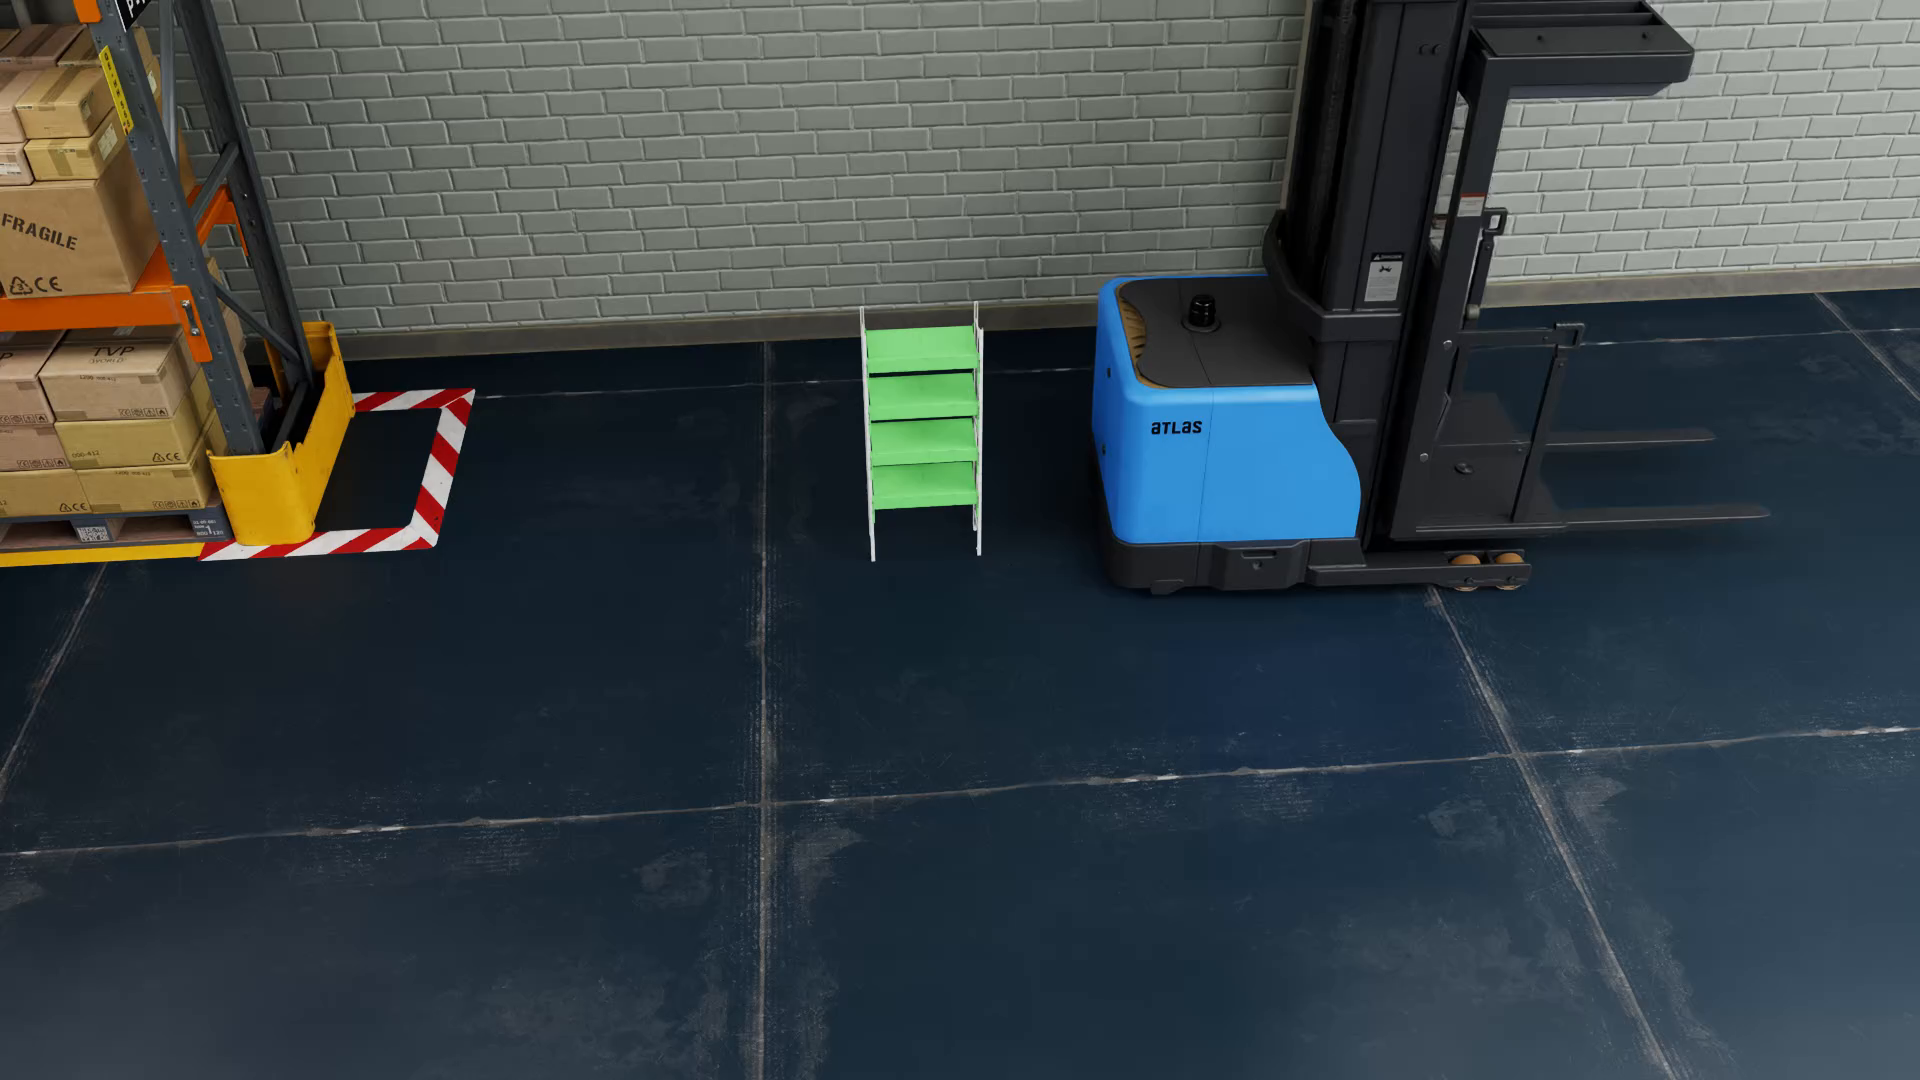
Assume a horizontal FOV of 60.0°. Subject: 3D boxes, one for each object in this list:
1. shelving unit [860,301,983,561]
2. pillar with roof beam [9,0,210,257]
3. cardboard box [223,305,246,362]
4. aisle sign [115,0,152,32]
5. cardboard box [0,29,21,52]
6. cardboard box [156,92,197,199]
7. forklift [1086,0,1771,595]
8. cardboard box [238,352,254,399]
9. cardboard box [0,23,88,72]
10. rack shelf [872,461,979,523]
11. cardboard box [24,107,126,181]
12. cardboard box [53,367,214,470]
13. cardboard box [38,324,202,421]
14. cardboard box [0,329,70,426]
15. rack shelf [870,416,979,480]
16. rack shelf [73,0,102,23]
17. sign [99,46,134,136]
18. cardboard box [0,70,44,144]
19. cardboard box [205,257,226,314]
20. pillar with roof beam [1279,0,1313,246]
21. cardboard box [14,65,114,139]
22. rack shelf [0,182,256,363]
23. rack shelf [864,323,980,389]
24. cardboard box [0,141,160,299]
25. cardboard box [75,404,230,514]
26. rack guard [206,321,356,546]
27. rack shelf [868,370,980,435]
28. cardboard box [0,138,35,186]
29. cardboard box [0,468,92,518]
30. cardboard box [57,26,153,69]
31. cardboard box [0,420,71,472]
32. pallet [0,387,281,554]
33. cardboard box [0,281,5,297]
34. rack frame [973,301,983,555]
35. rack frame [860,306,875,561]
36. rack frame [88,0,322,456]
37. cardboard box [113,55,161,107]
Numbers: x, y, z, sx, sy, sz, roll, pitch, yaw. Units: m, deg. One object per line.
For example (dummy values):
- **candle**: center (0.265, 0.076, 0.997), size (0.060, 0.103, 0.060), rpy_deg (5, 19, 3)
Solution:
- **shelving unit**: center (-0.165, -0.462, 7.367), size (0.503, 1.200, 0.258), rpy_deg (-3, 38, -4)
- **pillar with roof beam**: center (-3.666, -1.731, 2.679), size (0.400, 9.000, 9.100), rpy_deg (-3, 38, -4)
- **cardboard box**: center (-3.760, -0.898, 7.943), size (0.500, 0.250, 0.500), rpy_deg (-2, 38, -3)
- **aisle sign**: center (-3.182, -2.357, 6.217), size (0.004, 0.787, 0.394), rpy_deg (-3, 38, -4)
- **cardboard box**: center (-4.152, -2.021, 7.045), size (0.250, 0.149, 0.380), rpy_deg (-2, 38, -3)
- **cardboard box**: center (-3.792, -1.697, 7.399), size (0.500, 0.500, 0.500), rpy_deg (-2, 38, -3)
- **forklift**: center (2.150, -1.248, 6.966), size (3.031, 2.935, 1.130), rpy_deg (-2, 38, -2)
- **cardboard box**: center (-3.780, -0.693, 8.087), size (0.500, 0.250, 0.500), rpy_deg (-3, 38, -4)
- **cardboard box**: center (-3.897, -2.062, 7.097), size (0.250, 0.149, 0.380), rpy_deg (-2, 38, -2)
- **rack shelf**: center (-0.165, -0.223, 7.555), size (0.480, 0.148, 0.258), rpy_deg (-3, 38, -4)
- **cardboard box**: center (-3.594, -1.616, 6.772), size (0.250, 0.149, 0.380), rpy_deg (-3, 38, -3)
- **cardboard box**: center (-3.731, -0.576, 7.535), size (0.500, 0.250, 0.500), rpy_deg (-4, 38, -5)
- **cardboard box**: center (-3.705, -0.774, 7.383), size (0.500, 0.250, 0.500), rpy_deg (-2, 38, -2)
- **cardboard box**: center (-4.213, -0.742, 7.343), size (0.500, 0.250, 0.500), rpy_deg (-2, 38, -3)
- **rack shelf**: center (-0.165, -0.412, 7.406), size (0.480, 0.148, 0.258), rpy_deg (-3, 38, -4)
- **rack shelf**: center (-5.266, -2.299, 6.402), size (4.000, 0.370, 1.077), rpy_deg (-3, 38, -4)
- **sign**: center (-3.239, -1.726, 6.390), size (0.005, 0.325, 0.100), rpy_deg (-3, 38, -4)
- **cardboard box**: center (-3.855, -1.742, 6.692), size (0.250, 0.149, 0.380), rpy_deg (-3, 38, -4)
- **cardboard box**: center (-3.769, -1.082, 7.773), size (0.500, 0.250, 0.500), rpy_deg (-4, 38, -5)
- **pillar with roof beam**: center (2.311, -2.060, 3.096), size (0.400, 9.000, 9.100), rpy_deg (-3, 38, -4)
- **cardboard box**: center (-3.612, -1.775, 6.733), size (0.250, 0.149, 0.380), rpy_deg (-3, 38, -4)
- **rack shelf**: center (-5.266, -1.122, 7.331), size (4.000, 0.370, 1.077), rpy_deg (-3, 38, -4)
- **rack shelf**: center (-0.165, -0.789, 7.109), size (0.480, 0.148, 0.258), rpy_deg (-3, 38, -4)
- **cardboard box**: center (-3.740, -1.364, 6.976), size (0.500, 0.500, 0.500), rpy_deg (-4, 38, -5)
- **cardboard box**: center (-3.714, -0.378, 7.689), size (0.500, 0.250, 0.500), rpy_deg (-3, 38, -4)
- **rack guard**: center (-3.250, -0.534, 8.023), size (0.348, 0.500, 1.175), rpy_deg (-3, 38, -4)
- **rack shelf**: center (-0.165, -0.600, 7.258), size (0.480, 0.148, 0.258), rpy_deg (-3, 38, -4)
- **cardboard box**: center (-3.846, -1.583, 6.731), size (0.250, 0.149, 0.380), rpy_deg (-3, 38, -3)
- **cardboard box**: center (-4.210, -0.357, 7.662), size (0.500, 0.250, 0.500), rpy_deg (-3, 38, -4)
- **cardboard box**: center (-3.627, -2.038, 7.067), size (0.250, 0.149, 0.380), rpy_deg (-4, 38, -5)
- **cardboard box**: center (-4.231, -0.555, 7.509), size (0.500, 0.250, 0.500), rpy_deg (-3, 38, -4)
- **pallet**: center (-4.032, -0.351, 8.025), size (1.213, 0.211, 1.003), rpy_deg (-3, 38, -4)
- **cardboard box**: center (-4.258, -1.341, 6.948), size (0.500, 0.500, 0.500), rpy_deg (-2, 38, -3)
- **rack frame**: center (0.078, -0.475, 7.384), size (0.015, 1.200, 0.240), rpy_deg (-3, 38, -4)
- **rack frame**: center (-0.408, -0.449, 7.350), size (0.015, 1.200, 0.240), rpy_deg (-3, 38, -4)
- **rack frame**: center (-3.274, -1.514, 7.247), size (0.127, 3.000, 1.000), rpy_deg (-3, 38, -4)
- **cardboard box**: center (-3.634, -1.949, 7.194), size (0.250, 0.149, 0.380), rpy_deg (-4, 38, -5)
